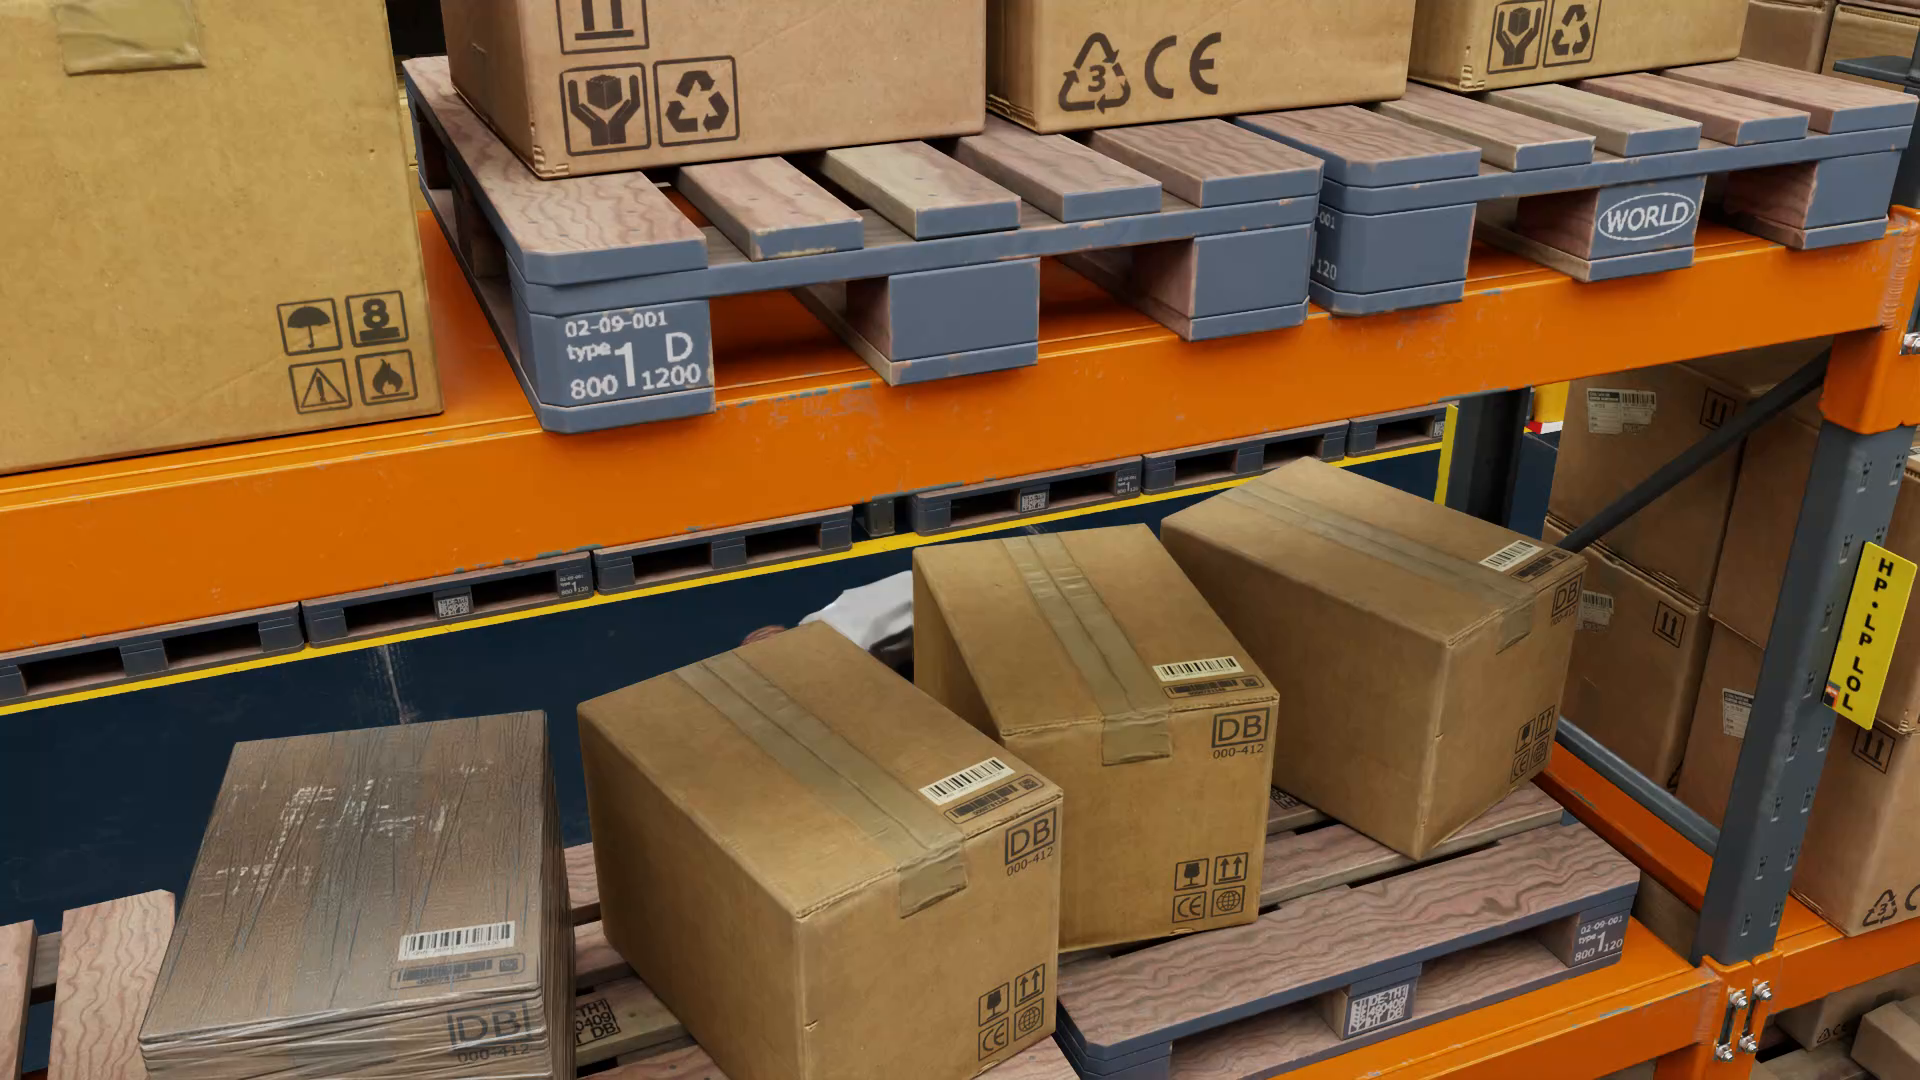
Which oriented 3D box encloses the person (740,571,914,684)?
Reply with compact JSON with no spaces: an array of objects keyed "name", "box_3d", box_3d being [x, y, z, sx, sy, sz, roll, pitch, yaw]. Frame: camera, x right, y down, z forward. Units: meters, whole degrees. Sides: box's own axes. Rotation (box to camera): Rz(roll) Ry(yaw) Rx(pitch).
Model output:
[{"name":"person","box_3d":[-0.315,0.604,5.599,0.871,0.980,0.398,-12,29,-23]}]
